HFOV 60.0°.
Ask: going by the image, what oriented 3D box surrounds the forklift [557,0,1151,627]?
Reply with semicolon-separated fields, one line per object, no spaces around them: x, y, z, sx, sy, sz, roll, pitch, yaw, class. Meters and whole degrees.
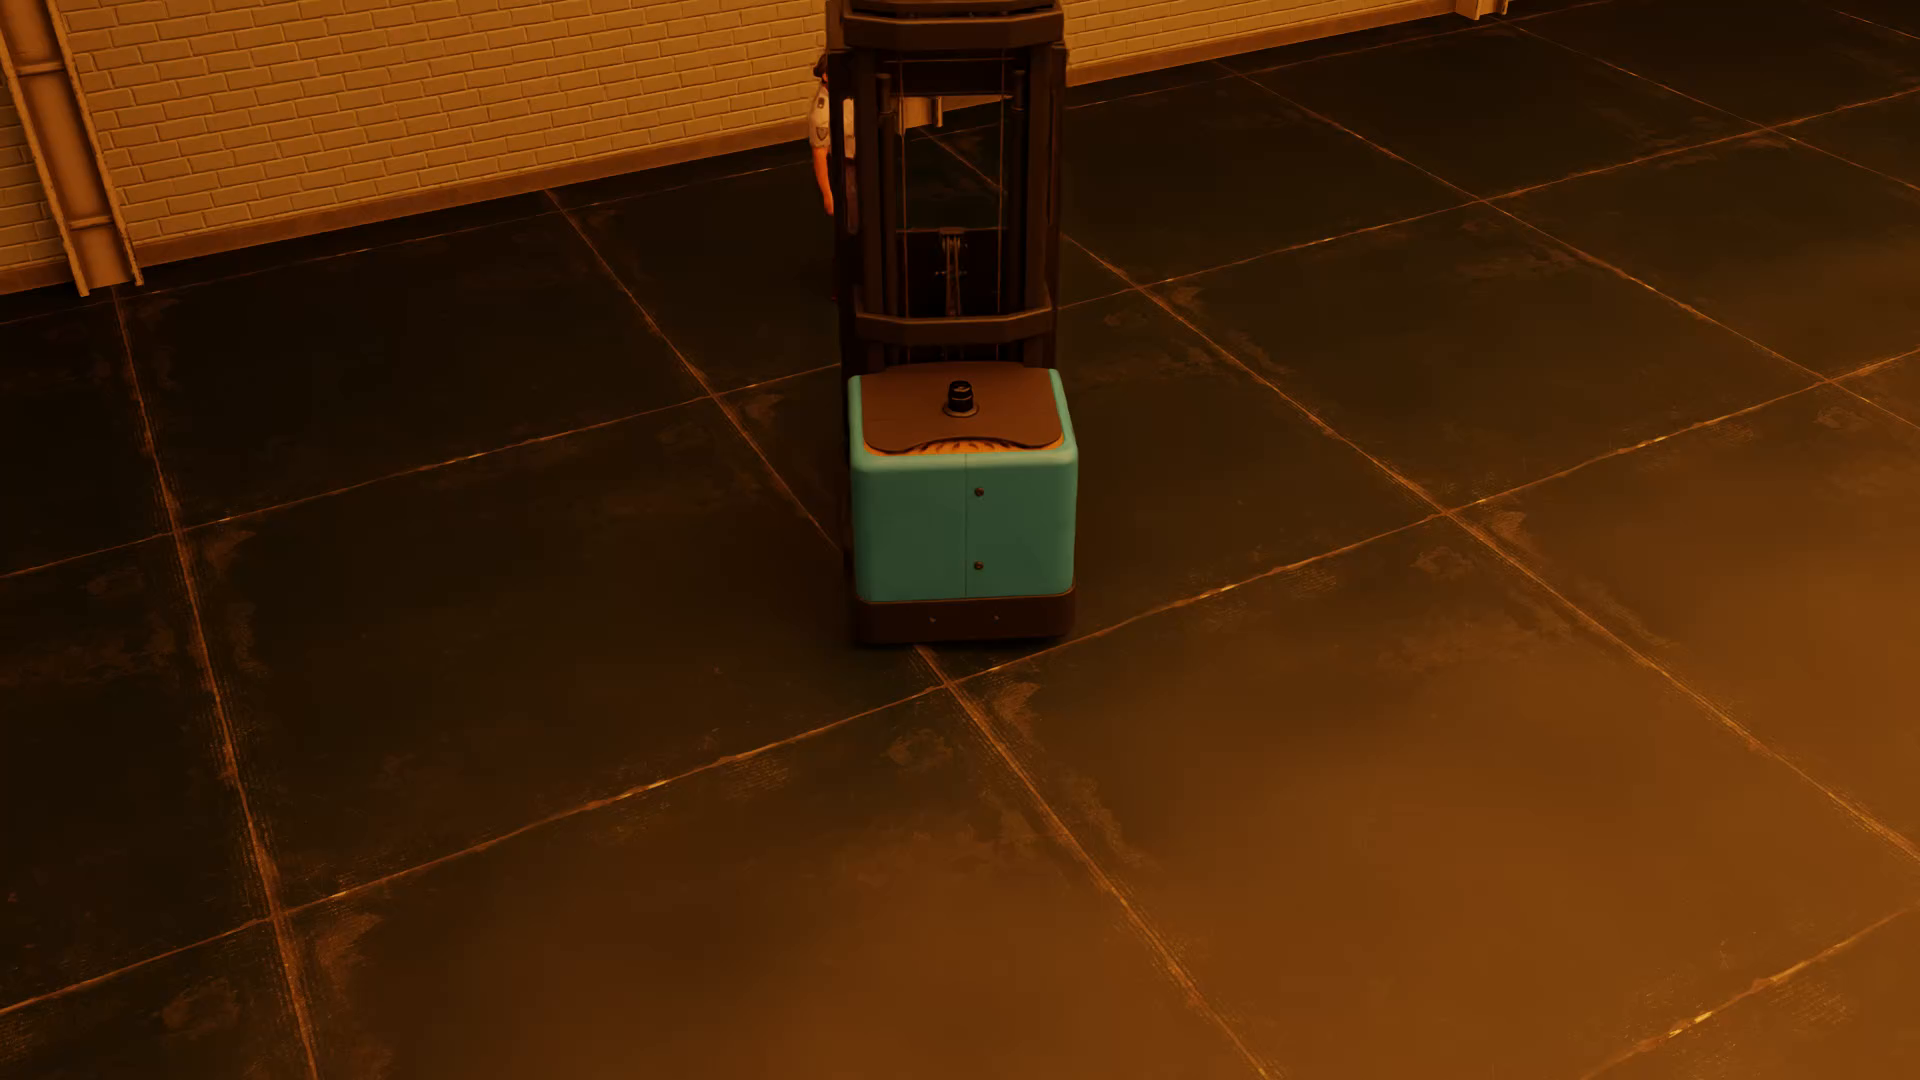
-0.623;-1.303;7.967;3.031;2.935;1.130;12;37;17;forklift
